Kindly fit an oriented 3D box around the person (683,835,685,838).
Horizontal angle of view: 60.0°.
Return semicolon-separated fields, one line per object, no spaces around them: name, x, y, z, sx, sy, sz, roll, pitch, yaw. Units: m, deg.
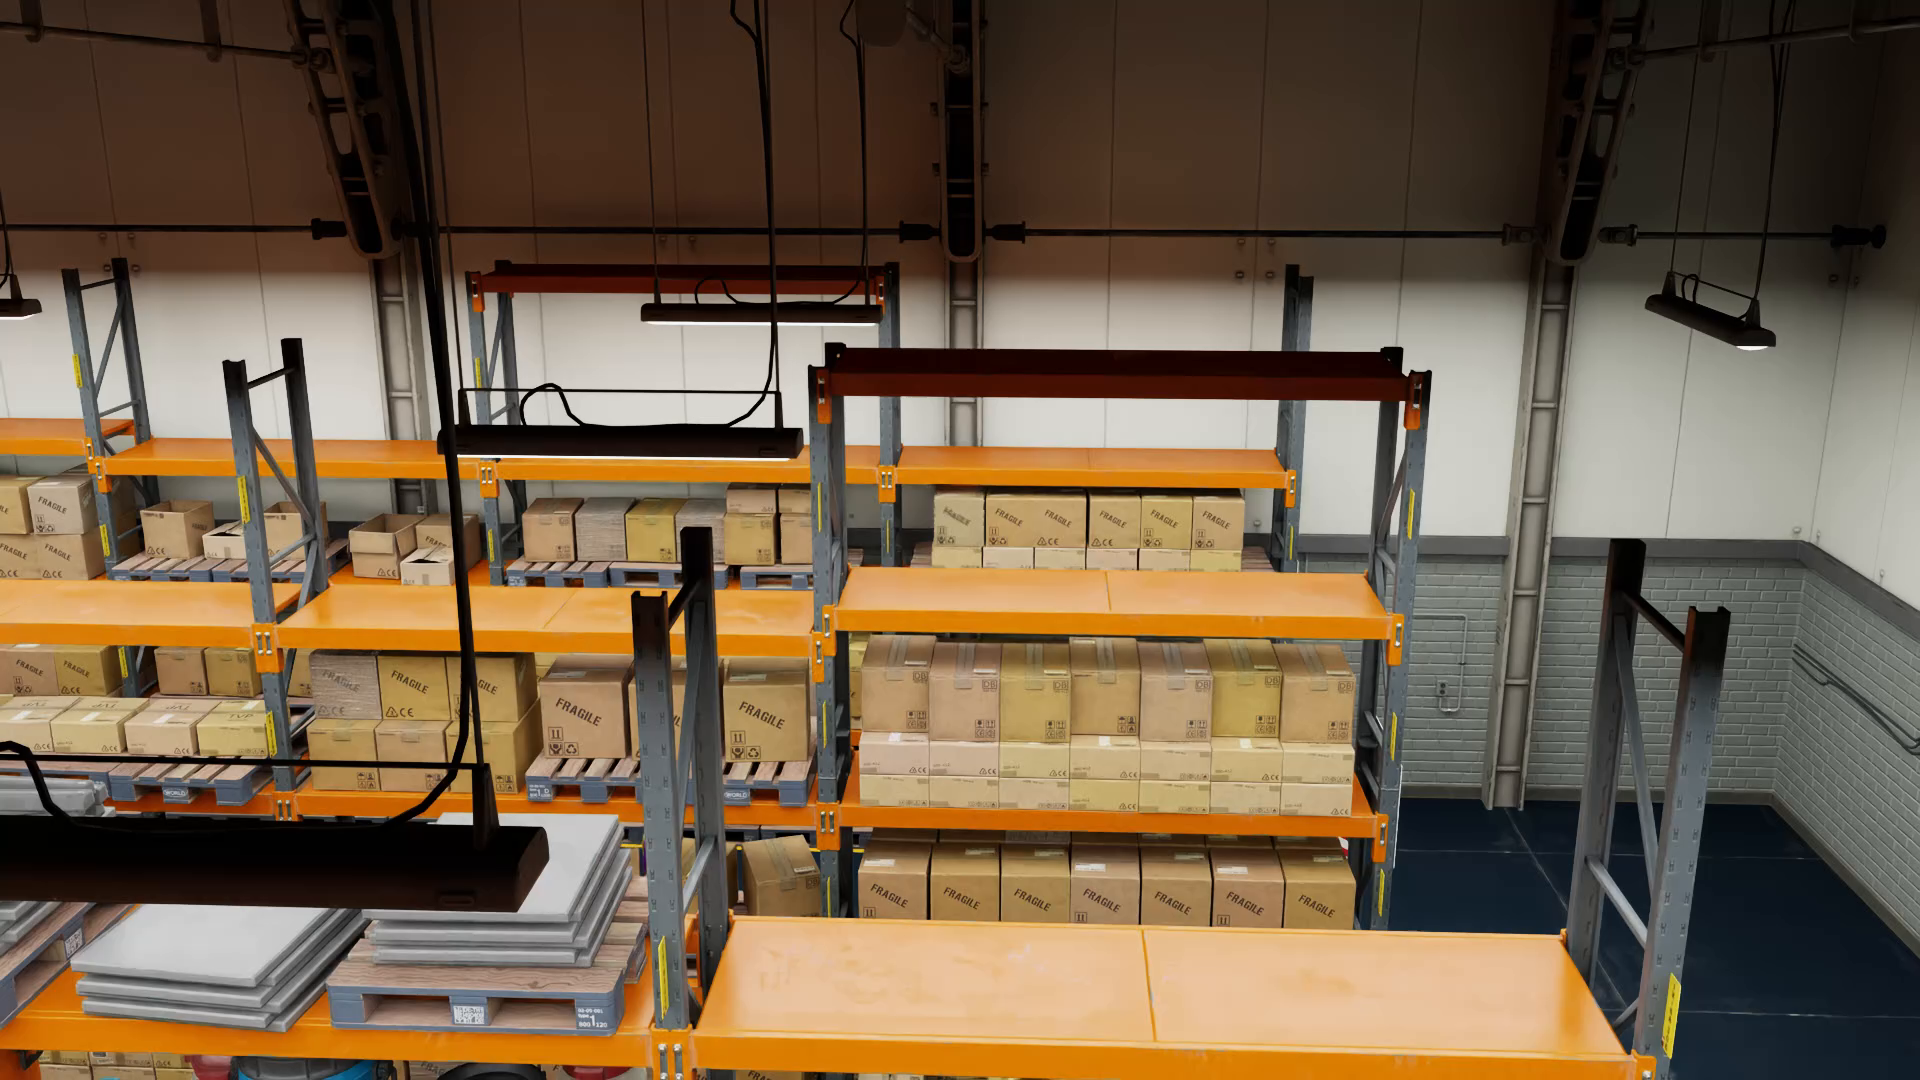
person;-2.619;3.101;14.750;0.490;1.758;0.606;3;16;12
